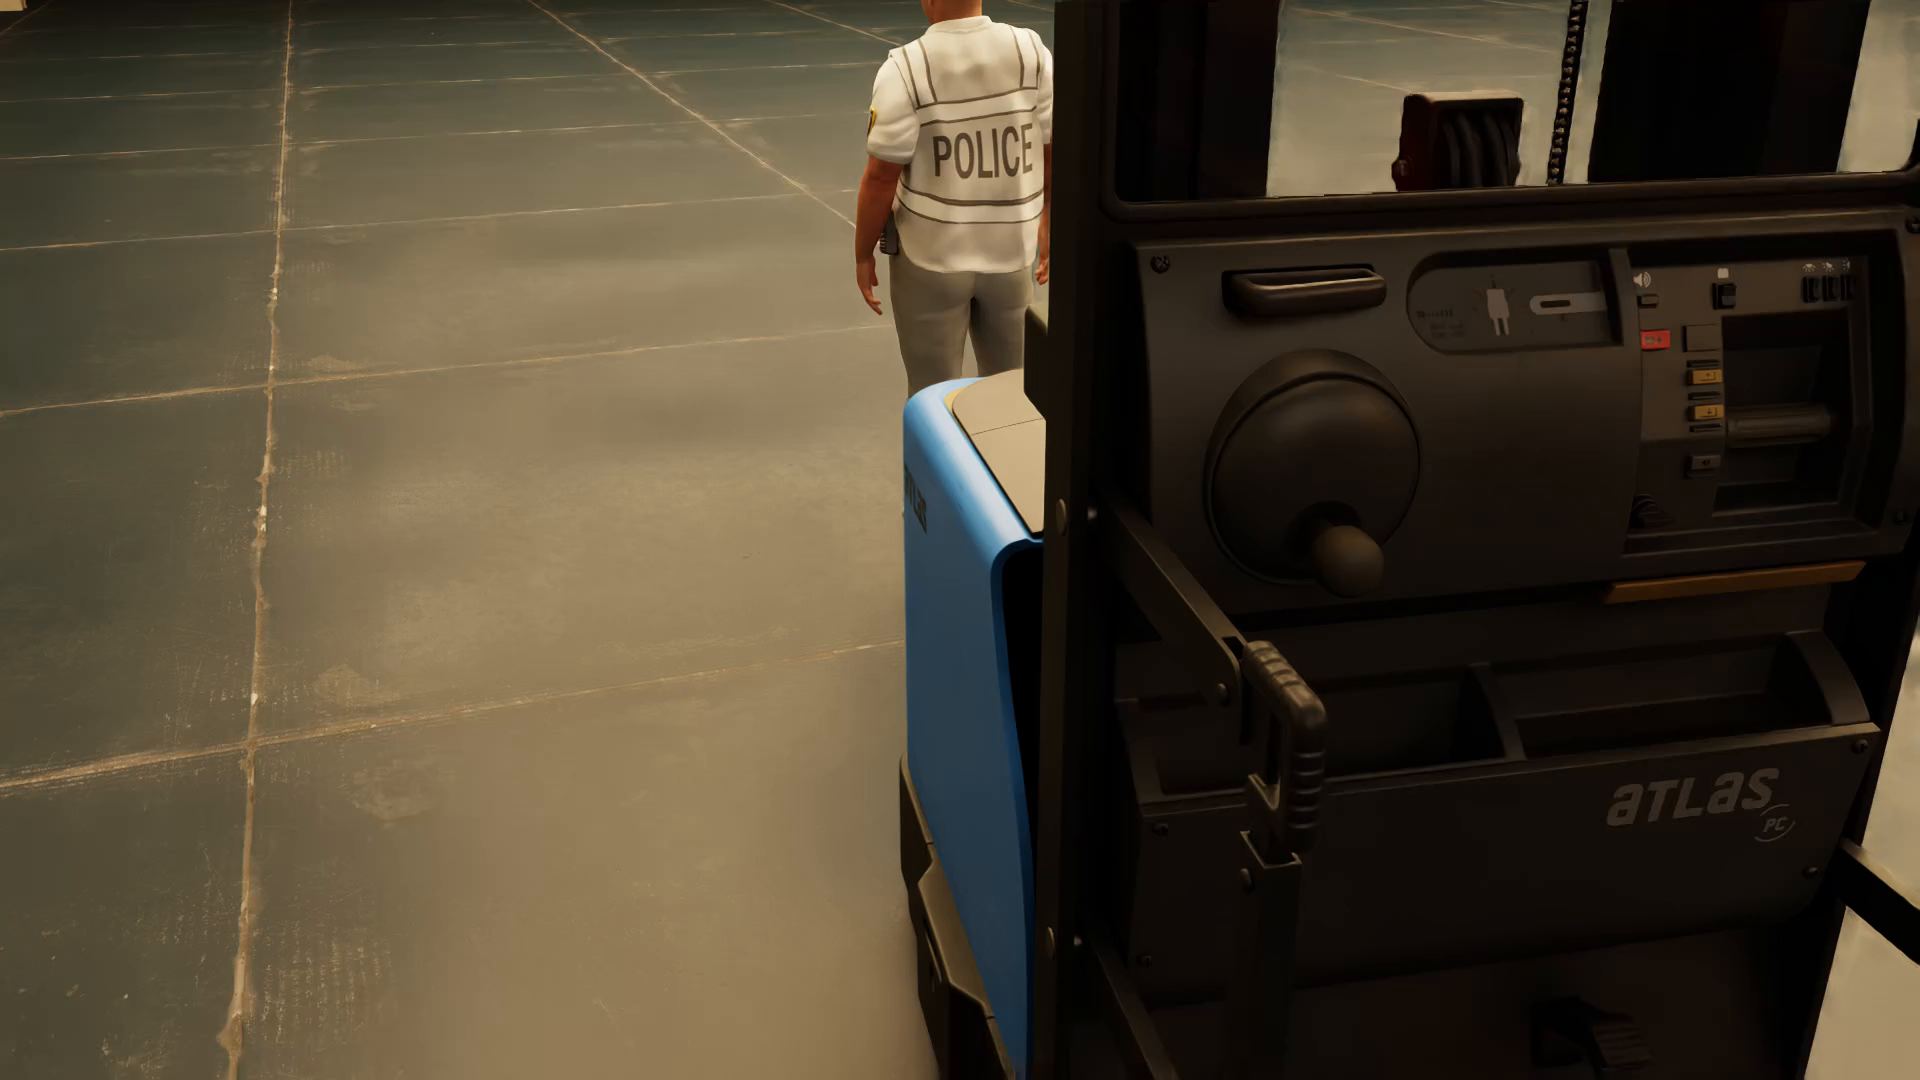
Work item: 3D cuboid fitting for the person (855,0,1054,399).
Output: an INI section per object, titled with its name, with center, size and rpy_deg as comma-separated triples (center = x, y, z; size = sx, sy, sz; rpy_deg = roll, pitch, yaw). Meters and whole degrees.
[person]
center = -0.016, -0.858, 4.803
size = 0.641, 1.779, 0.574
rpy_deg = -8, 24, -18

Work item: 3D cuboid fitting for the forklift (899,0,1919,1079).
[forklift]
center = 0.686, -0.130, 1.607
size = 1.130, 2.935, 3.031
rpy_deg = -5, 23, -11
